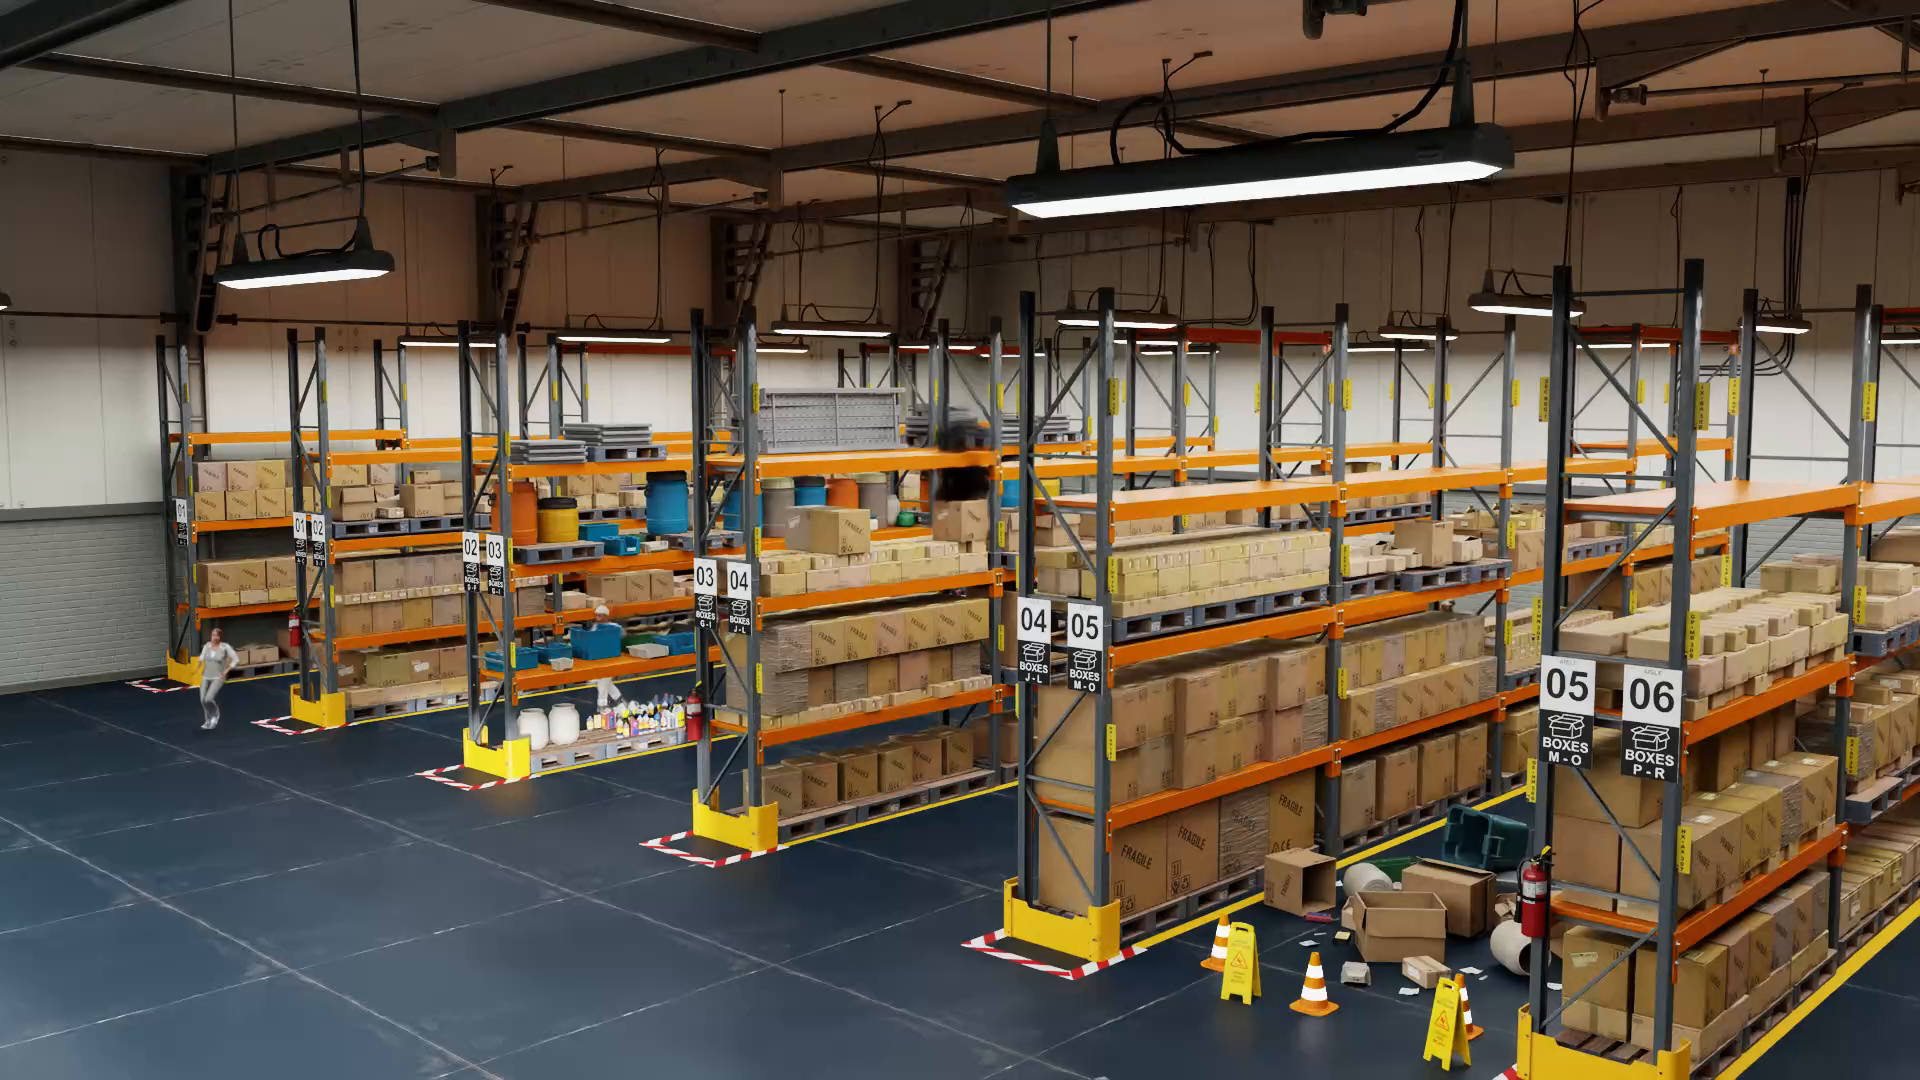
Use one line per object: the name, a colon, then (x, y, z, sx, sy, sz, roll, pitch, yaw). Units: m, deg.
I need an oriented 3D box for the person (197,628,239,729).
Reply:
person: (-11.089, 2.070, 24.739, 0.543, 1.535, 0.557, 1, 5, 5)

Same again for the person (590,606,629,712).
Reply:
person: (-5.387, 1.896, 25.305, 0.613, 1.823, 0.865, 4, 7, 36)

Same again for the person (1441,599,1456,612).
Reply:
person: (8.094, 1.763, 27.588, 0.598, 1.644, 0.600, 4, 7, 36)
